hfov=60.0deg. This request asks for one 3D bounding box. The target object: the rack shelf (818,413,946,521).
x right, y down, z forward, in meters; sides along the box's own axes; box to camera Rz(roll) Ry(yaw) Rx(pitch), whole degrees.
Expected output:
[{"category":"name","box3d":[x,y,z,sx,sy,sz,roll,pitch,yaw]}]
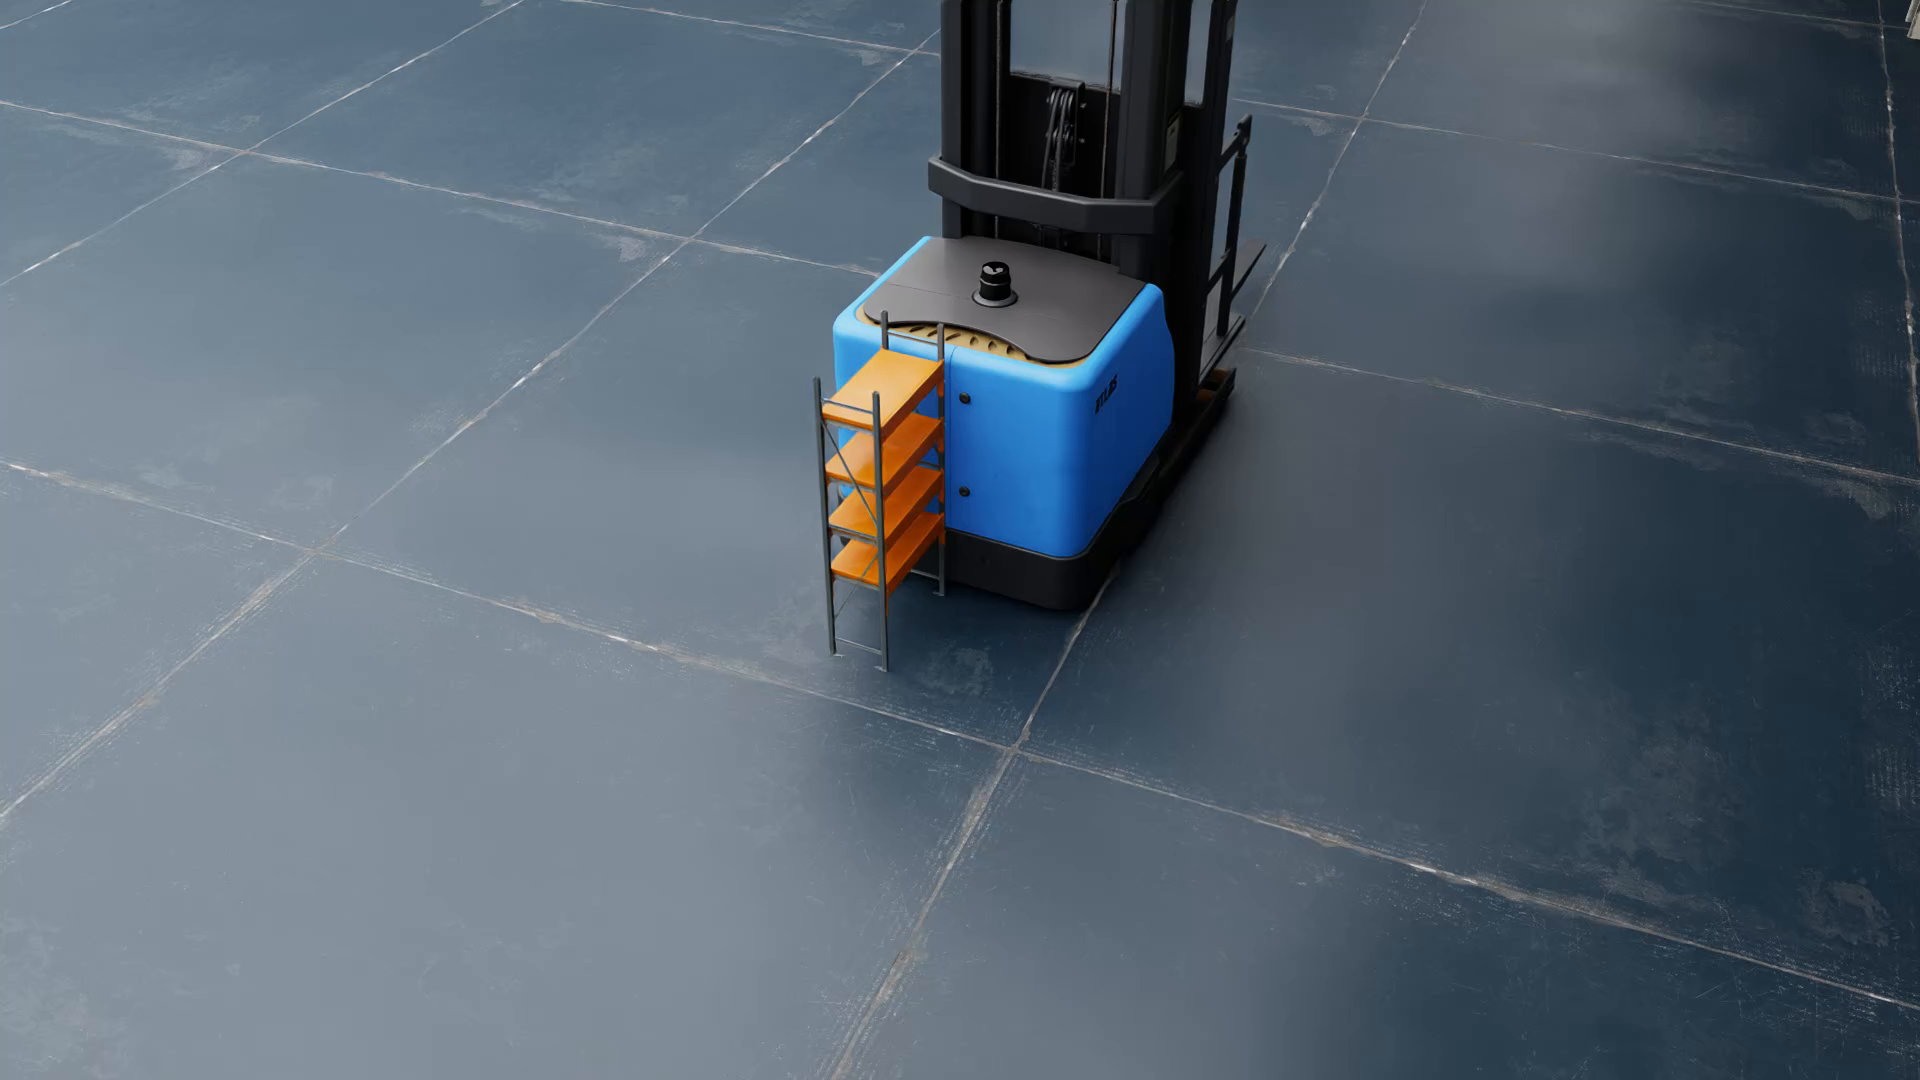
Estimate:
[{"category":"rack shelf","box3d":[-0.269,-0.284,5.866,0.258,0.148,0.480,16,40,20]}]

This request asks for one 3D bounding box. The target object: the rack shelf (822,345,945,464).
[{"category":"rack shelf","box3d":[-0.269,-0.473,5.724,0.258,0.148,0.480,16,40,20]}]

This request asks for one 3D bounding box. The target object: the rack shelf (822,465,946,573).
[{"category":"rack shelf","box3d":[-0.269,-0.104,6.000,0.258,0.148,0.480,16,40,20]}]

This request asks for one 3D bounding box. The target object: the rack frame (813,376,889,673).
[{"category":"rack frame","box3d":[-0.373,-0.026,5.783,0.240,1.200,0.015,16,40,20]}]

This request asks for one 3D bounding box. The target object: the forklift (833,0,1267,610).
[{"category":"forklift","box3d":[0.603,-1.784,6.689,1.130,2.935,3.031,16,40,20]}]

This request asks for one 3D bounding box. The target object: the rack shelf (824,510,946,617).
[{"category":"rack shelf","box3d":[-0.269,0.055,6.119,0.258,0.148,0.480,16,40,20]}]

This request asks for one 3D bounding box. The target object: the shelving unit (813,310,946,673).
[{"category":"shelving unit","box3d":[-0.269,-0.158,5.960,0.258,1.200,0.503,16,40,20]}]

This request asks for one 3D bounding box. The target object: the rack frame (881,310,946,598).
[{"category":"rack frame","box3d":[-0.166,-0.291,6.137,0.240,1.200,0.015,16,40,20]}]
